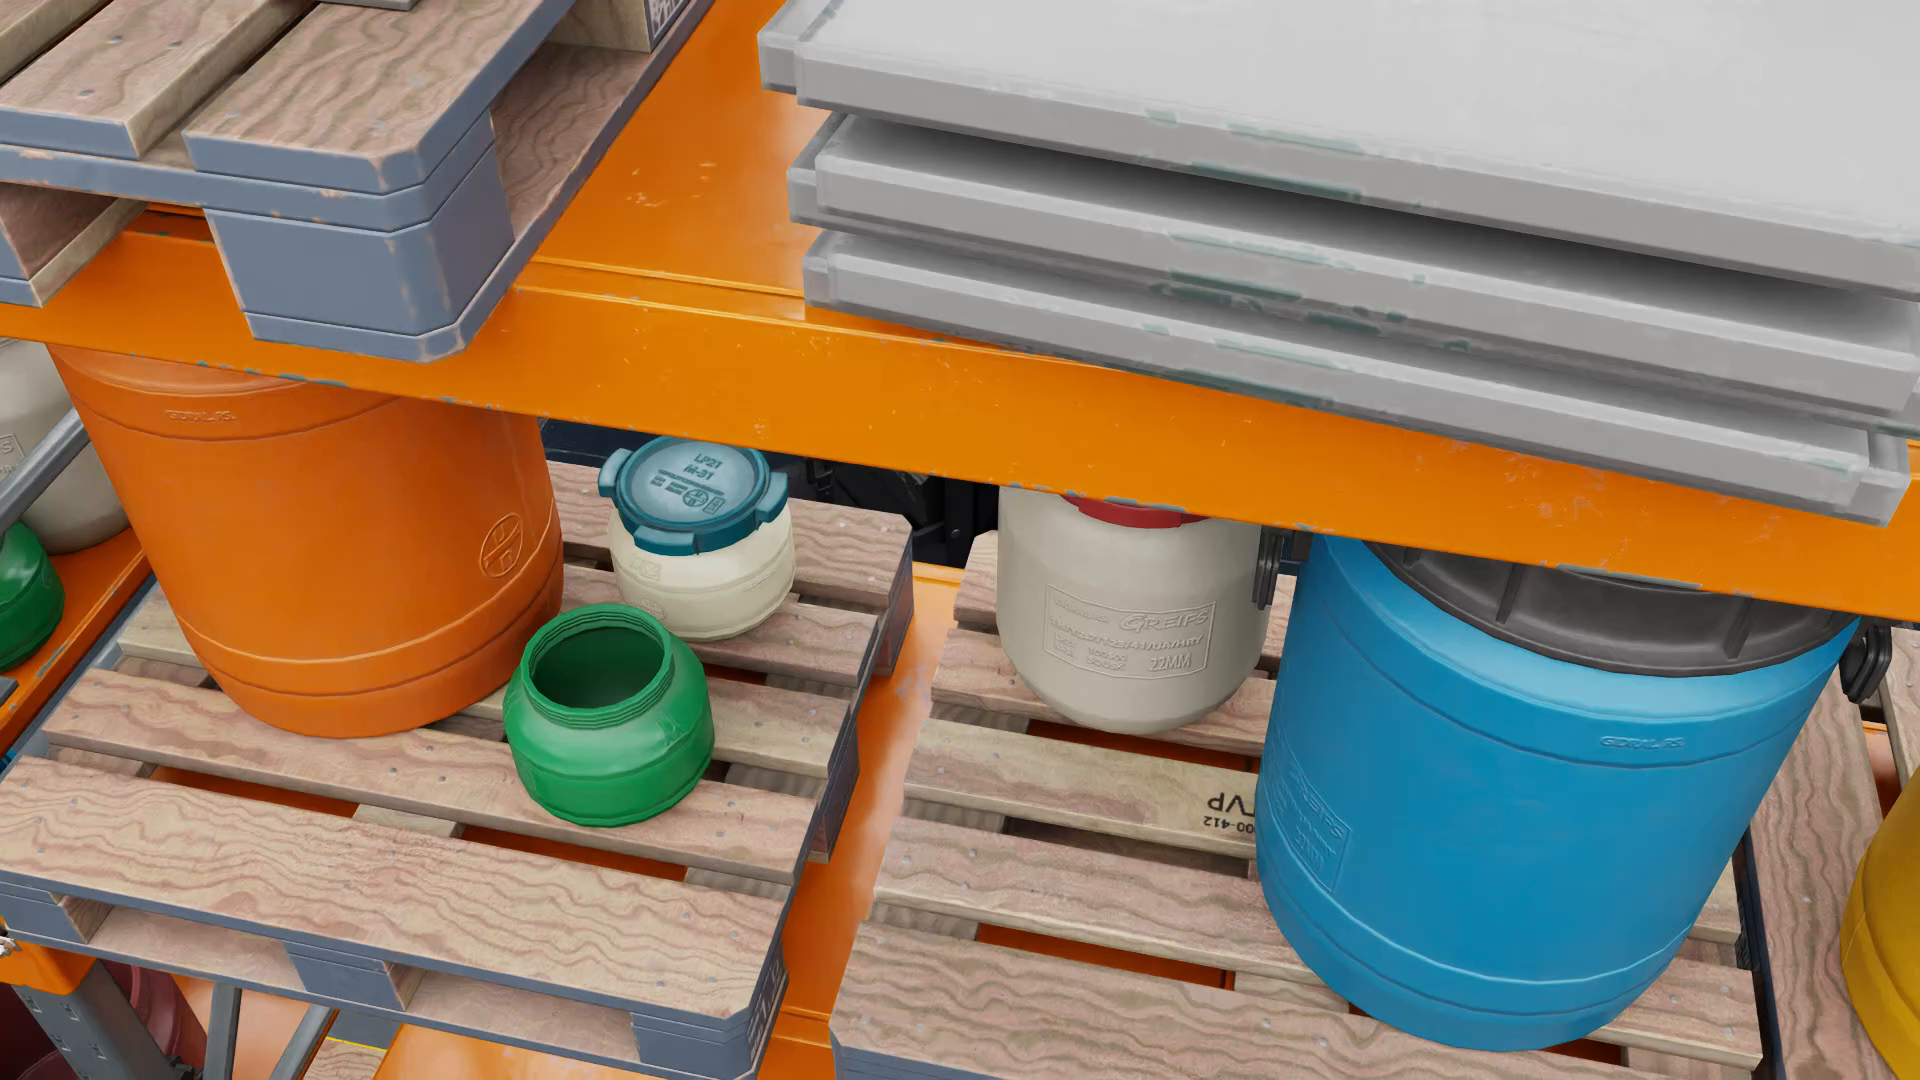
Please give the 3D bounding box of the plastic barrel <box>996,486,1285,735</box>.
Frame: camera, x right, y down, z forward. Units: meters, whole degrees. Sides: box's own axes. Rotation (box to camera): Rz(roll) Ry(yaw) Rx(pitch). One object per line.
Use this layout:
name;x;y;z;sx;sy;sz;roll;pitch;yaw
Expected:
plastic barrel;0.267;-0.001;2.485;0.433;0.535;0.433;0;44;0

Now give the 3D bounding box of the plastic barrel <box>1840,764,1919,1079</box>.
plastic barrel;1.472;0.418;2.011;0.600;0.588;0.600;0;44;0

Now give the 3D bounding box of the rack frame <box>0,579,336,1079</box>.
rack frame;-1.496;1.113;3.890;0.127;3.000;1.000;9;45;9

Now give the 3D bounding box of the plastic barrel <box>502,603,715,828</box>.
plastic barrel;-0.513;0.253;2.430;0.294;0.245;0.294;0;44;0

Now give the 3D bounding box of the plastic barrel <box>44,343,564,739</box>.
plastic barrel;-0.943;-0.186;2.464;0.708;0.830;0.600;9;45;9

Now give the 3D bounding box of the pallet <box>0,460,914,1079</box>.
pallet;-0.771;0.283;2.727;1.213;0.211;1.003;9;45;9

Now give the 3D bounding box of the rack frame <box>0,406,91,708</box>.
rack frame;-1.496;-1.048;1.810;0.127;3.000;1.000;9;45;9

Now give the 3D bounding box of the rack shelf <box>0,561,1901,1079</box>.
rack shelf;0.455;0.595;2.785;4.000;0.370;1.077;9;45;9

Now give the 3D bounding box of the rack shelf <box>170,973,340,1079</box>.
rack shelf;-3.448;1.070;4.455;4.000;0.370;1.077;9;45;9

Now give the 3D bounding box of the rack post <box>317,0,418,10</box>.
rack post;-0.780;-0.939;1.751;0.937;0.300;0.954;9;45;9

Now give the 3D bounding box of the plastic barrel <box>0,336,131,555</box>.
plastic barrel;-1.733;-0.262;3.076;0.421;0.512;0.421;0;44;0

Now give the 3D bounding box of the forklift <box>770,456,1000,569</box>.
forklift;-0.504;-0.768;5.895;3.031;2.935;1.130;-24;49;-23

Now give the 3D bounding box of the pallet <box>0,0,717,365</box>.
pallet;-0.799;-0.706;1.879;1.003;0.211;1.213;9;45;9

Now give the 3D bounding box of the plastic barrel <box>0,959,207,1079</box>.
plastic barrel;-2.015;1.199;3.703;0.708;0.536;0.600;9;45;9

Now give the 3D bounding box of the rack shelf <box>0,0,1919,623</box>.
rack shelf;0.455;-0.342;1.884;4.000;0.370;1.077;9;45;9

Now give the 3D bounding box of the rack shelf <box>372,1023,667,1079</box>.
rack shelf;0.455;1.675;3.825;4.000;0.370;1.077;9;45;9

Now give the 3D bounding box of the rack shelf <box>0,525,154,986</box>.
rack shelf;-3.448;-0.011;3.414;4.000;0.370;1.077;9;45;9

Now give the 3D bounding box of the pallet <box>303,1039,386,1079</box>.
pallet;-2.244;1.974;5.007;1.213;0.211;1.003;9;45;9

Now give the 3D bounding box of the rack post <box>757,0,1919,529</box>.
rack post;0.404;-0.483;1.583;0.954;0.300;0.937;13;45;13

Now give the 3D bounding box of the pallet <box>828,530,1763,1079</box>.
pallet;0.513;0.484;2.517;1.213;0.211;1.003;9;45;9

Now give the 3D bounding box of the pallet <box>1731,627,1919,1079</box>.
pallet;1.621;0.654;2.341;1.003;0.211;1.213;9;45;9

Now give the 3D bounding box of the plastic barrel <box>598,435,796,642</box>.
plastic barrel;-0.418;-0.006;2.687;0.301;0.262;0.301;0;44;0

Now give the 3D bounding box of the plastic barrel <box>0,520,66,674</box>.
plastic barrel;-1.749;0.086;2.907;0.294;0.245;0.294;0;44;0

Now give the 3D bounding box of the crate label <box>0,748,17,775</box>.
crate label;-2.407;0.767;4.225;0.616;0.435;0.502;9;45;9

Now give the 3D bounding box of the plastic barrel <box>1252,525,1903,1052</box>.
plastic barrel;0.708;0.151;2.062;0.708;0.901;0.600;9;45;9
